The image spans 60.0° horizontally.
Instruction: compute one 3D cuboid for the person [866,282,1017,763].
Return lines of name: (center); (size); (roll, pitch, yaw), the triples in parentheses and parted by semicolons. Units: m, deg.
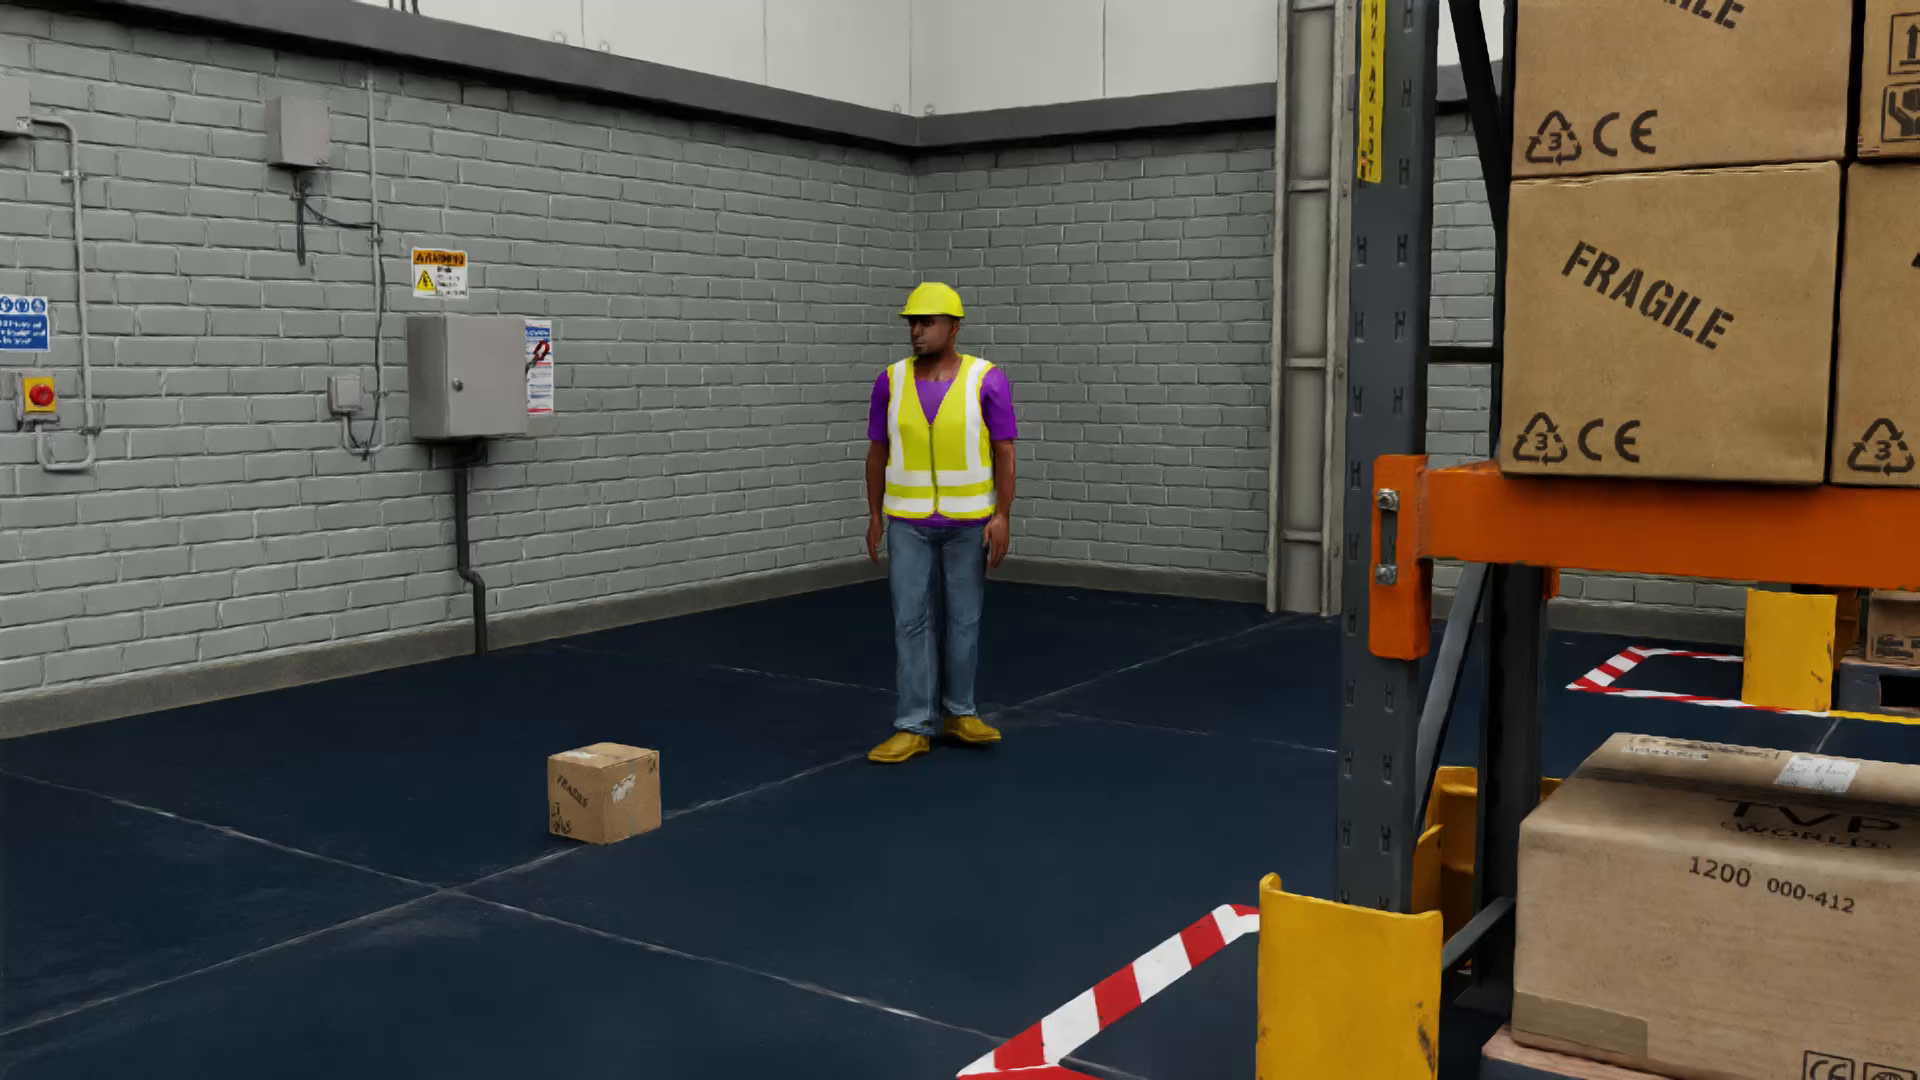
person: (-0.073, -0.074, 6.265); (0.576, 1.775, 0.480); (0, 6, 4)
